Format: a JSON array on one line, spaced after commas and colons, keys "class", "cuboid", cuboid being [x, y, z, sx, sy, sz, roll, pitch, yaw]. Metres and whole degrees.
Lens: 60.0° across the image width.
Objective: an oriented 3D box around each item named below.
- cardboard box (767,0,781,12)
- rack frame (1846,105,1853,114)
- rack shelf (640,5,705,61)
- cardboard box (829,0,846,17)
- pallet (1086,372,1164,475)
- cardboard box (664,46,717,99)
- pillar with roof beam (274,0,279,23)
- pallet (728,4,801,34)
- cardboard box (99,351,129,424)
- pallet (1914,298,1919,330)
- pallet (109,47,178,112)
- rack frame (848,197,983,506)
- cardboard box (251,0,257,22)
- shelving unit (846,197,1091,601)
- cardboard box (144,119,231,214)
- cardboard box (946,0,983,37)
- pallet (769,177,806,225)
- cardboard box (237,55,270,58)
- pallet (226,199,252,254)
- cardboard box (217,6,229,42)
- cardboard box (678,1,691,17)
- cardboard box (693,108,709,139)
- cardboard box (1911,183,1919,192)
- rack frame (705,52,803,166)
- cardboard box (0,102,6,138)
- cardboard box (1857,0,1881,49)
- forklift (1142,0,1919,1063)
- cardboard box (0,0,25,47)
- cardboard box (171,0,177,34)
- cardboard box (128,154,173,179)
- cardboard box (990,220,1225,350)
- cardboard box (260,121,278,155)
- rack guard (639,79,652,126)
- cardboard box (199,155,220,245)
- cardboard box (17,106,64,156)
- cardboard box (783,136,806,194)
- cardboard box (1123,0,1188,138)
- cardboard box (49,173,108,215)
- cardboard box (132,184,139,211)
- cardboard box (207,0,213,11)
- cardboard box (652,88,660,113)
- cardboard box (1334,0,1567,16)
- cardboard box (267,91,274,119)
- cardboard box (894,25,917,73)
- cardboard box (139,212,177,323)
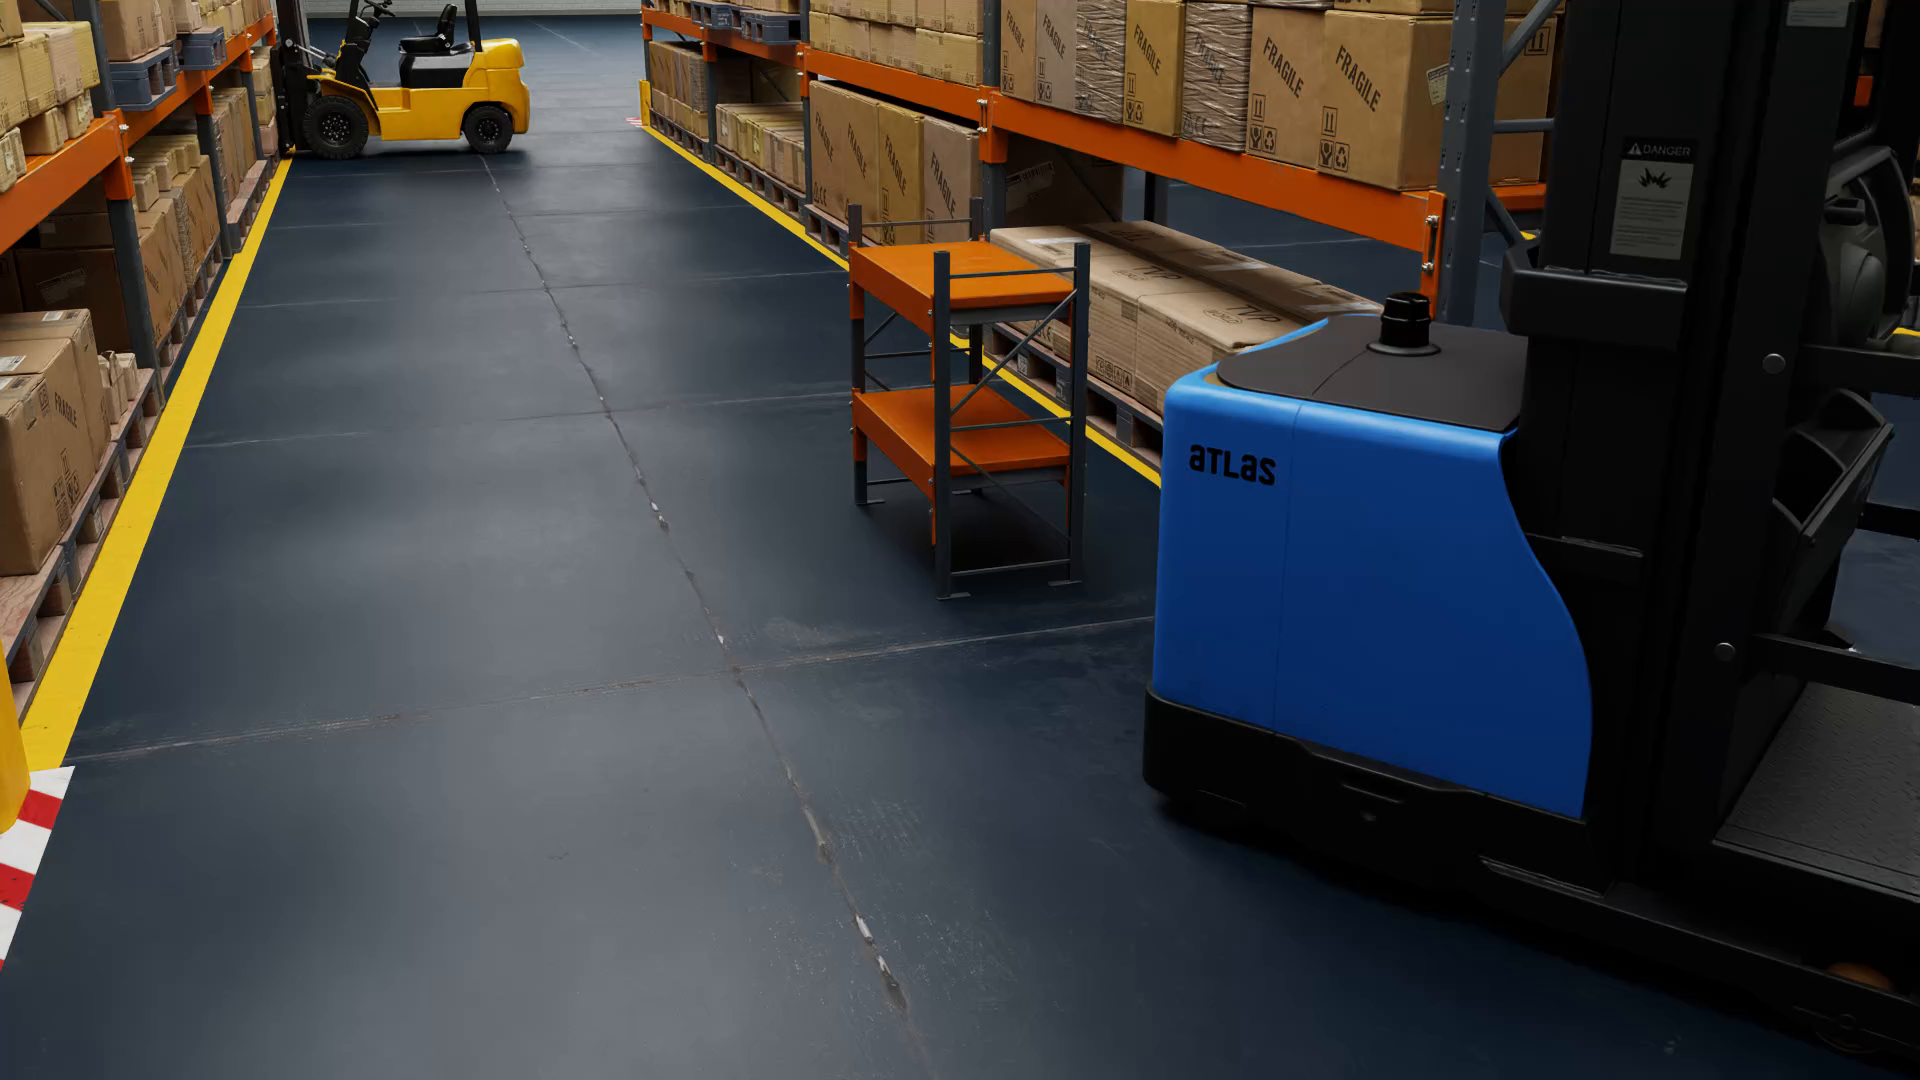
[{"class": "cardboard box", "cuboid": [-1.251, -4.085, 12.602, 0.380, 0.149, 0.250, -7, 21, -18]}, {"class": "rack frame", "cuboid": [5.275, -3.046, 9.958, 1.000, 3.000, 0.127, -6, 21, -17]}, {"class": "rack shelf", "cuboid": [-2.535, -5.358, 17.460, 1.077, 0.370, 4.000, -6, 21, -17]}, {"class": "cardboard box", "cuboid": [-0.563, -3.581, 10.930, 0.500, 0.250, 0.500, -6, 21, -16]}, {"class": "pallet", "cuboid": [1.159, -0.530, 7.081, 1.003, 0.211, 1.213, -6, 21, -17]}, {"class": "cardboard box", "cuboid": [-2.847, -4.970, 17.652, 0.500, 0.500, 0.500, -6, 21, -16]}, {"class": "pillar with roof beam", "cuboid": [-13.854, -18.398, 43.827, 9.100, 9.000, 0.400, -6, 21, -17]}, {"class": "pallet", "cuboid": [-1.311, -4.311, 13.766, 1.003, 0.211, 1.213, -6, 21, -17]}, {"class": "cardboard box", "cuboid": [-3.537, -0.607, 6.593, 0.396, 0.266, 0.258, -6, 21, -15]}, {"class": "pallet", "cuboid": [5.907, -1.129, 8.748, 1.003, 0.211, 1.213, -6, 21, -17]}, {"class": "pallet", "cuboid": [-4.251, -2.136, 7.711, 1.003, 0.211, 1.213, -6, 21, -17]}, {"class": "rack frame", "cuboid": [-0.158, -0.690, 6.174, 0.500, 1.125, 0.032, -6, 21, -17]}, {"class": "cardboard box", "cuboid": [-6.849, -5.071, 15.449, 0.500, 0.500, 0.500, -7, 21, -18]}, {"class": "shelving unit", "cuboid": [0.002, -0.527, 5.720, 0.538, 1.125, 1.048, -6, 21, -17]}, {"class": "cardboard box", "cuboid": [-5.544, -2.524, 11.398, 0.875, 0.625, 0.625, -6, 21, -15]}, {"class": "cardboard box", "cuboid": [0.238, -2.768, 8.667, 0.500, 0.250, 0.500, -6, 21, -17]}, {"class": "pallet", "cuboid": [-0.894, -2.709, 13.147, 1.003, 0.211, 1.213, -6, 21, -17]}, {"class": "cardboard box", "cuboid": [-6.948, -4.581, 16.202, 0.500, 0.250, 0.500, -7, 21, -18]}, {"class": "pallet", "cuboid": [-5.582, -2.198, 11.724, 1.003, 0.211, 1.213, -6, 21, -17]}, {"class": "cardboard box", "cuboid": [-5.751, -3.833, 12.373, 0.500, 0.250, 0.500, -6, 21, -15]}, {"class": "cardboard box", "cuboid": [-2.620, -5.333, 16.697, 0.380, 0.149, 0.250, -7, 21, -18]}, {"class": "cardboard box", "cuboid": [-2.348, -4.119, 16.394, 0.500, 0.250, 0.500, -5, 20, -15]}, {"class": "cardboard box", "cuboid": [5.752, -2.017, 9.811, 0.380, 0.149, 0.250, -6, 21, -17]}, {"class": "rack frame", "cuboid": [-1.907, -5.054, 15.551, 1.000, 3.000, 0.127, -6, 21, -17]}, {"class": "cardboard box", "cuboid": [-3.054, -1.243, 4.721, 0.500, 0.250, 0.500, -7, 21, -18]}, {"class": "cardboard box", "cuboid": [5.191, -3.047, 9.374, 0.500, 0.500, 0.500, -7, 21, -18]}, {"class": "forklift", "cuboid": [1.937, -0.563, 3.148, 3.031, 2.935, 1.130, 14, 24, 34]}, {"class": "cardboard box", "cuboid": [-3.205, -1.753, 5.032, 0.500, 0.500, 0.500, -6, 21, -16]}, {"class": "cardboard box", "cuboid": [-4.672, -2.984, 9.014, 0.797, 0.503, 0.637, -7, 21, -18]}, {"class": "cardboard box", "cuboid": [-4.690, -2.094, 9.426, 0.380, 0.149, 0.250, -7, 21, -18]}, {"class": "cardboard box", "cuboid": [0.703, -1.266, 8.173, 0.875, 0.438, 0.875, -7, 21, -18]}, {"class": "cardboard box", "cuboid": [-6.456, -3.620, 15.003, 0.500, 0.250, 0.500, -6, 21, -17]}, {"class": "rack guard", "cuboid": [-3.140, -5.137, 19.480, 1.175, 0.500, 0.348, -6, 21, -17]}, {"class": "cardboard box", "cuboid": [-5.024, -2.151, 10.543, 0.500, 0.500, 0.500, -6, 21, -16]}, {"class": "cardboard box", "cuboid": [-3.393, -1.437, 5.851, 0.380, 0.149, 0.250, -7, 21, -18]}, {"class": "cardboard box", "cuboid": [-0.818, -2.914, 12.858, 0.950, 0.372, 0.625, -8, 21, -21]}, {"class": "cardboard box", "cuboid": [0.973, -1.868, 6.533, 0.500, 0.500, 0.500, -6, 21, -16]}, {"class": "cardboard box", "cuboid": [-4.021, -1.562, 7.505, 0.380, 0.149, 0.250, -7, 21, -18]}, {"class": "cardboard box", "cuboid": [-4.315, -1.677, 8.265, 0.380, 0.149, 0.250, -7, 21, -18]}, {"class": "cardboard box", "cuboid": [-5.424, -3.736, 11.363, 0.500, 0.250, 0.500, -6, 21, -15]}, {"class": "cardboard box", "cuboid": [-3.173, -4.953, 18.716, 0.500, 0.250, 0.500, -7, 21, -18]}, {"class": "cardboard box", "cuboid": [1.487, -1.851, 5.004, 0.500, 0.500, 0.500, -6, 21, -15]}, {"class": "cardboard box", "cuboid": [-6.637, -4.014, 15.362, 0.500, 0.250, 0.500, -6, 21, -17]}, {"class": "cardboard box", "cuboid": [-0.072, -2.861, 9.667, 0.500, 0.250, 0.500, -7, 21, -19]}, {"class": "cardboard box", "cuboid": [-4.218, -1.329, 8.255, 0.500, 0.500, 0.500, -7, 21, -18]}]
